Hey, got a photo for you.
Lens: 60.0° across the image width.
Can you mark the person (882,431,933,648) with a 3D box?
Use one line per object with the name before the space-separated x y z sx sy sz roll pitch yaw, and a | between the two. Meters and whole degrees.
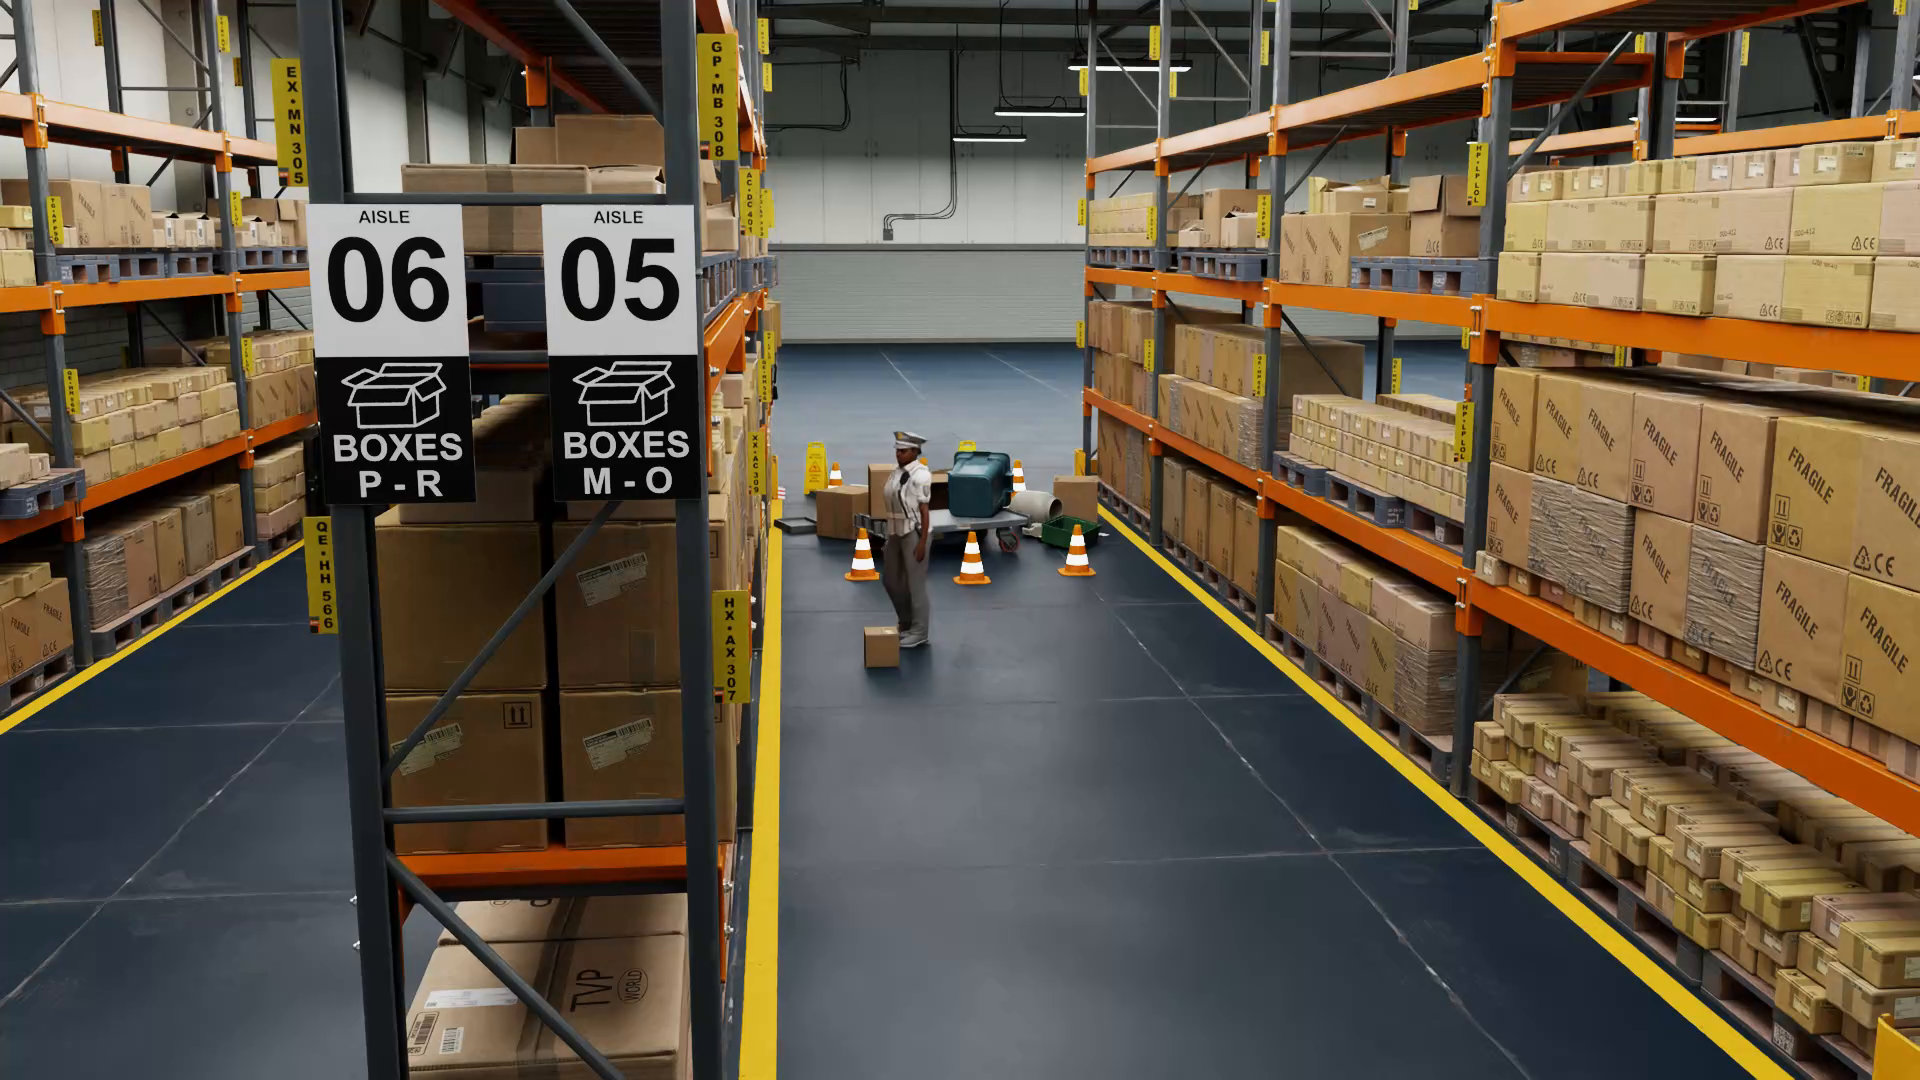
person | -0.419 -0.025 12.973 0.399 1.683 0.588 -8 13 -37
